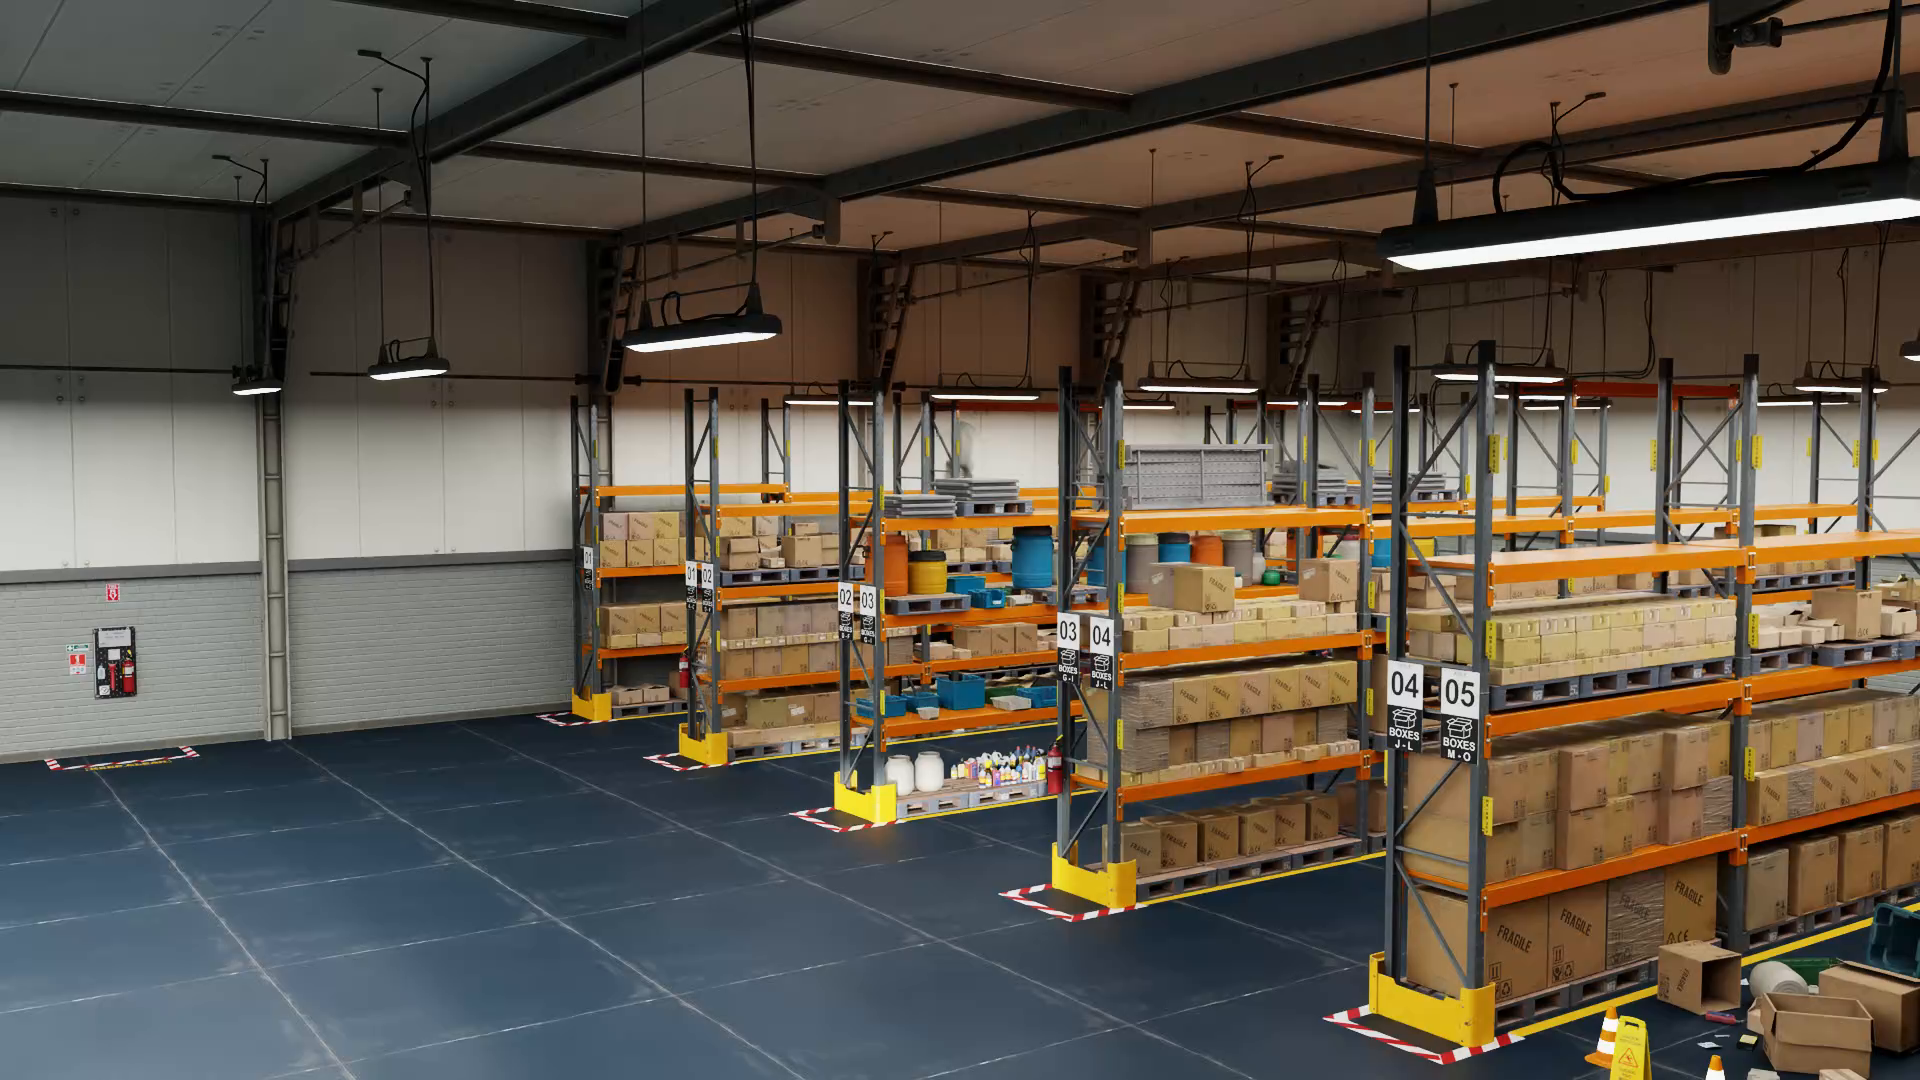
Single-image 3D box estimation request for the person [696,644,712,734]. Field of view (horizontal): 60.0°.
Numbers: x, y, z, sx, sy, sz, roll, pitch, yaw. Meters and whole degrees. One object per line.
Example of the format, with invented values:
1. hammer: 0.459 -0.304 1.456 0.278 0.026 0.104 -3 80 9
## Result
1. person: -4.325 2.622 29.555 0.658 1.623 0.967 3 5 40
